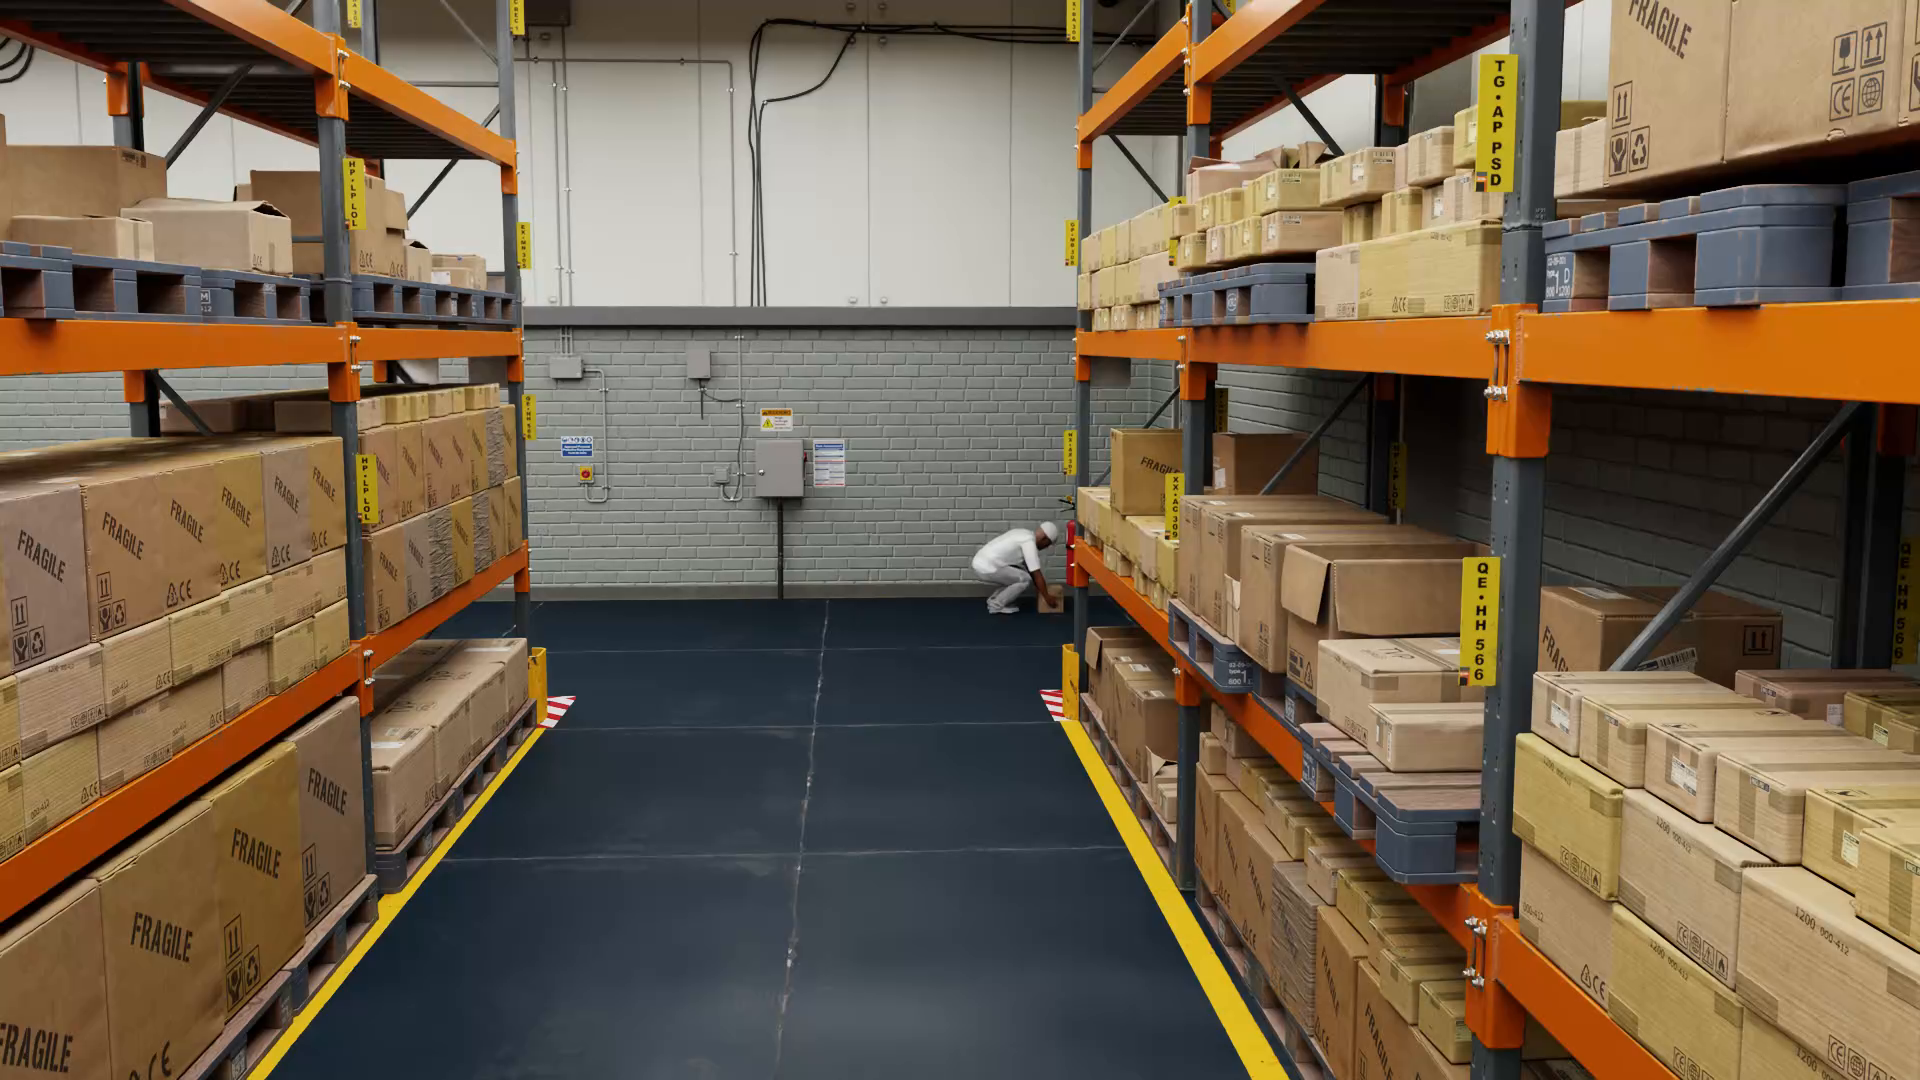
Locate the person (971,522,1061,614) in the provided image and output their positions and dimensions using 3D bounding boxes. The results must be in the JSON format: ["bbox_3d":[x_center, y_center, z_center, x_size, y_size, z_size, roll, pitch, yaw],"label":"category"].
[{"bbox_3d":[0.567,0.274,16.972,0.897,0.914,0.569,0,7,-4],"label":"person"}]
